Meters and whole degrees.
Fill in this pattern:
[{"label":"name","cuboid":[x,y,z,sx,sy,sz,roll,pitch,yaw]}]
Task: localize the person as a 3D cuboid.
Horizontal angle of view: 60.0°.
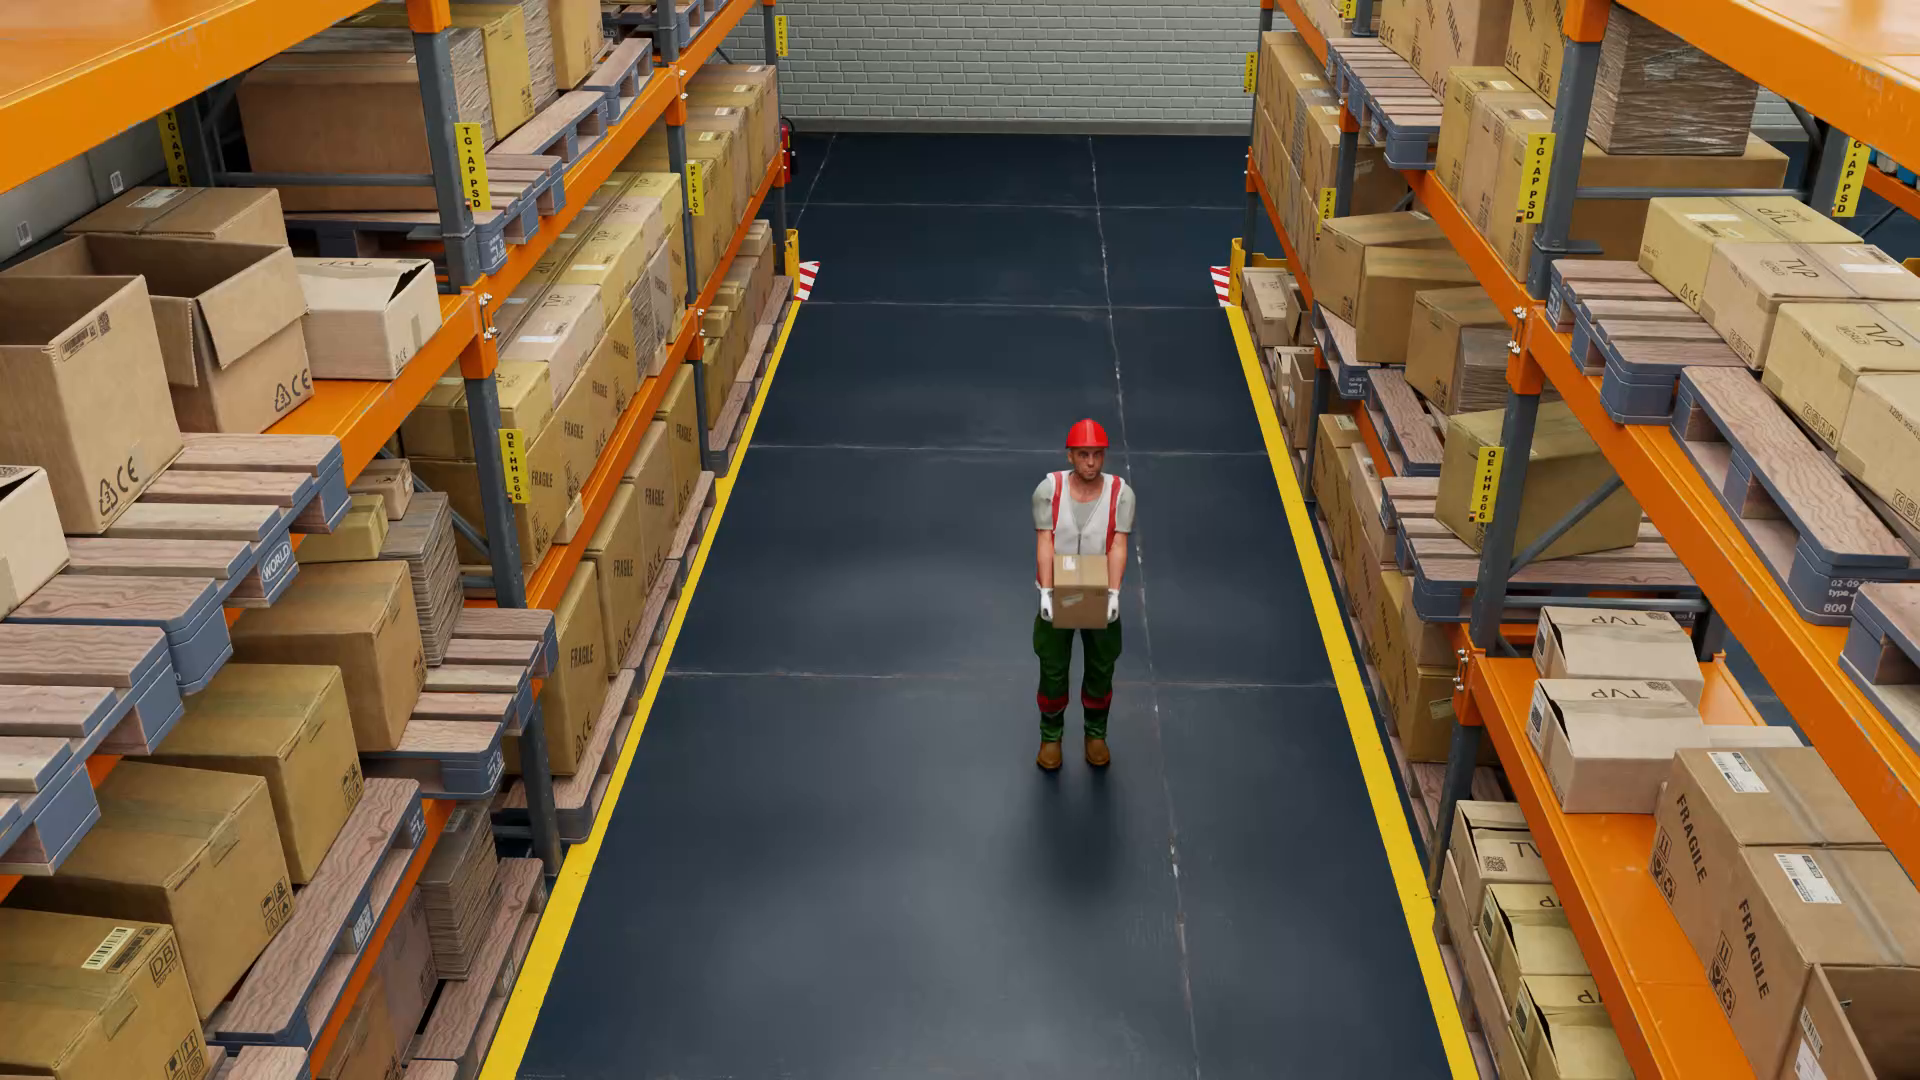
[{"label":"person","cuboid":[0.582,0.311,8.011,0.494,1.782,0.573,1,28,2]}]
